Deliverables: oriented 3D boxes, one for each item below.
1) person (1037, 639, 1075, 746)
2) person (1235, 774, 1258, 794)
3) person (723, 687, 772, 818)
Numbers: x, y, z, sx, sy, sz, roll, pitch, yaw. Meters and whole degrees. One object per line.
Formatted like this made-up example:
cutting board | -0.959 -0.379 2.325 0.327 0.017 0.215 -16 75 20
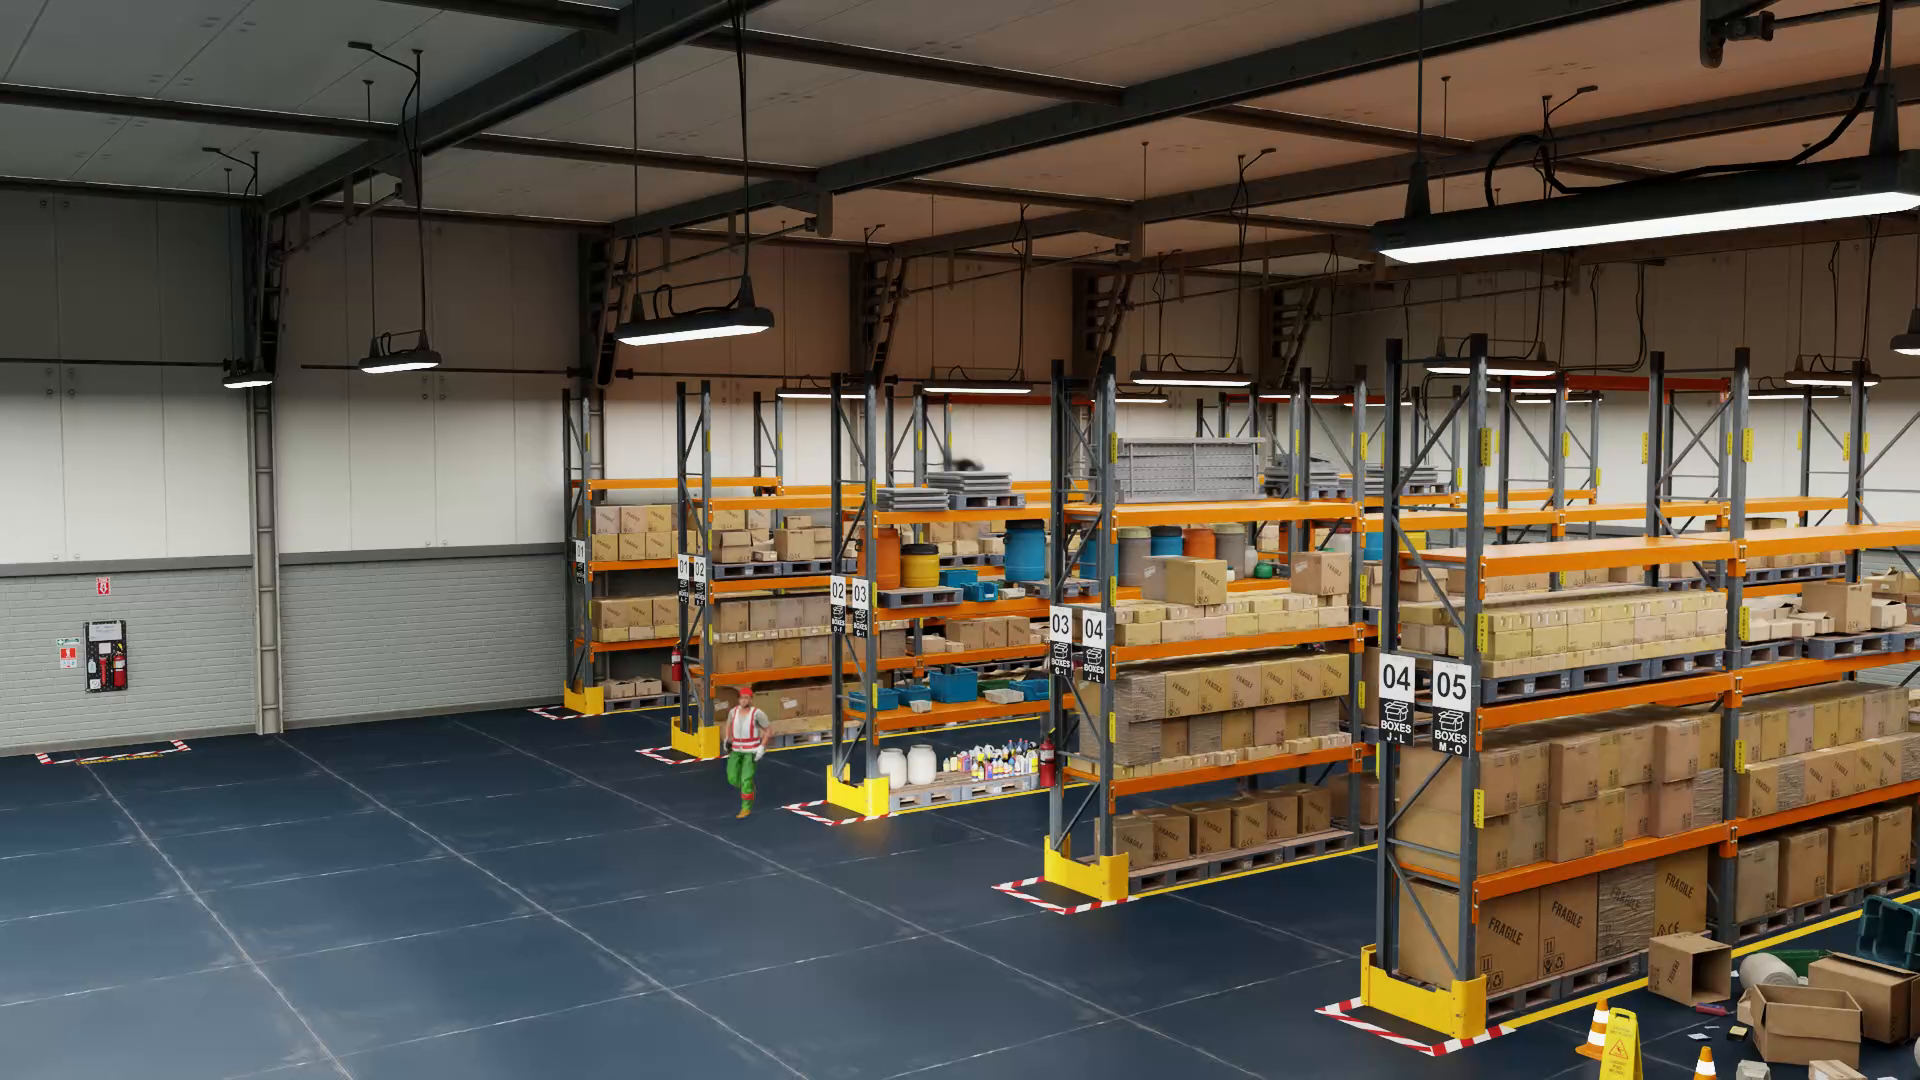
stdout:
person | 1.632 2.508 27.665 0.789 1.837 0.630 -3 5 -39
person | 4.008 2.829 23.593 0.552 1.605 0.625 3 5 41
person | -2.897 2.857 22.482 0.692 1.748 0.552 1 4 21
